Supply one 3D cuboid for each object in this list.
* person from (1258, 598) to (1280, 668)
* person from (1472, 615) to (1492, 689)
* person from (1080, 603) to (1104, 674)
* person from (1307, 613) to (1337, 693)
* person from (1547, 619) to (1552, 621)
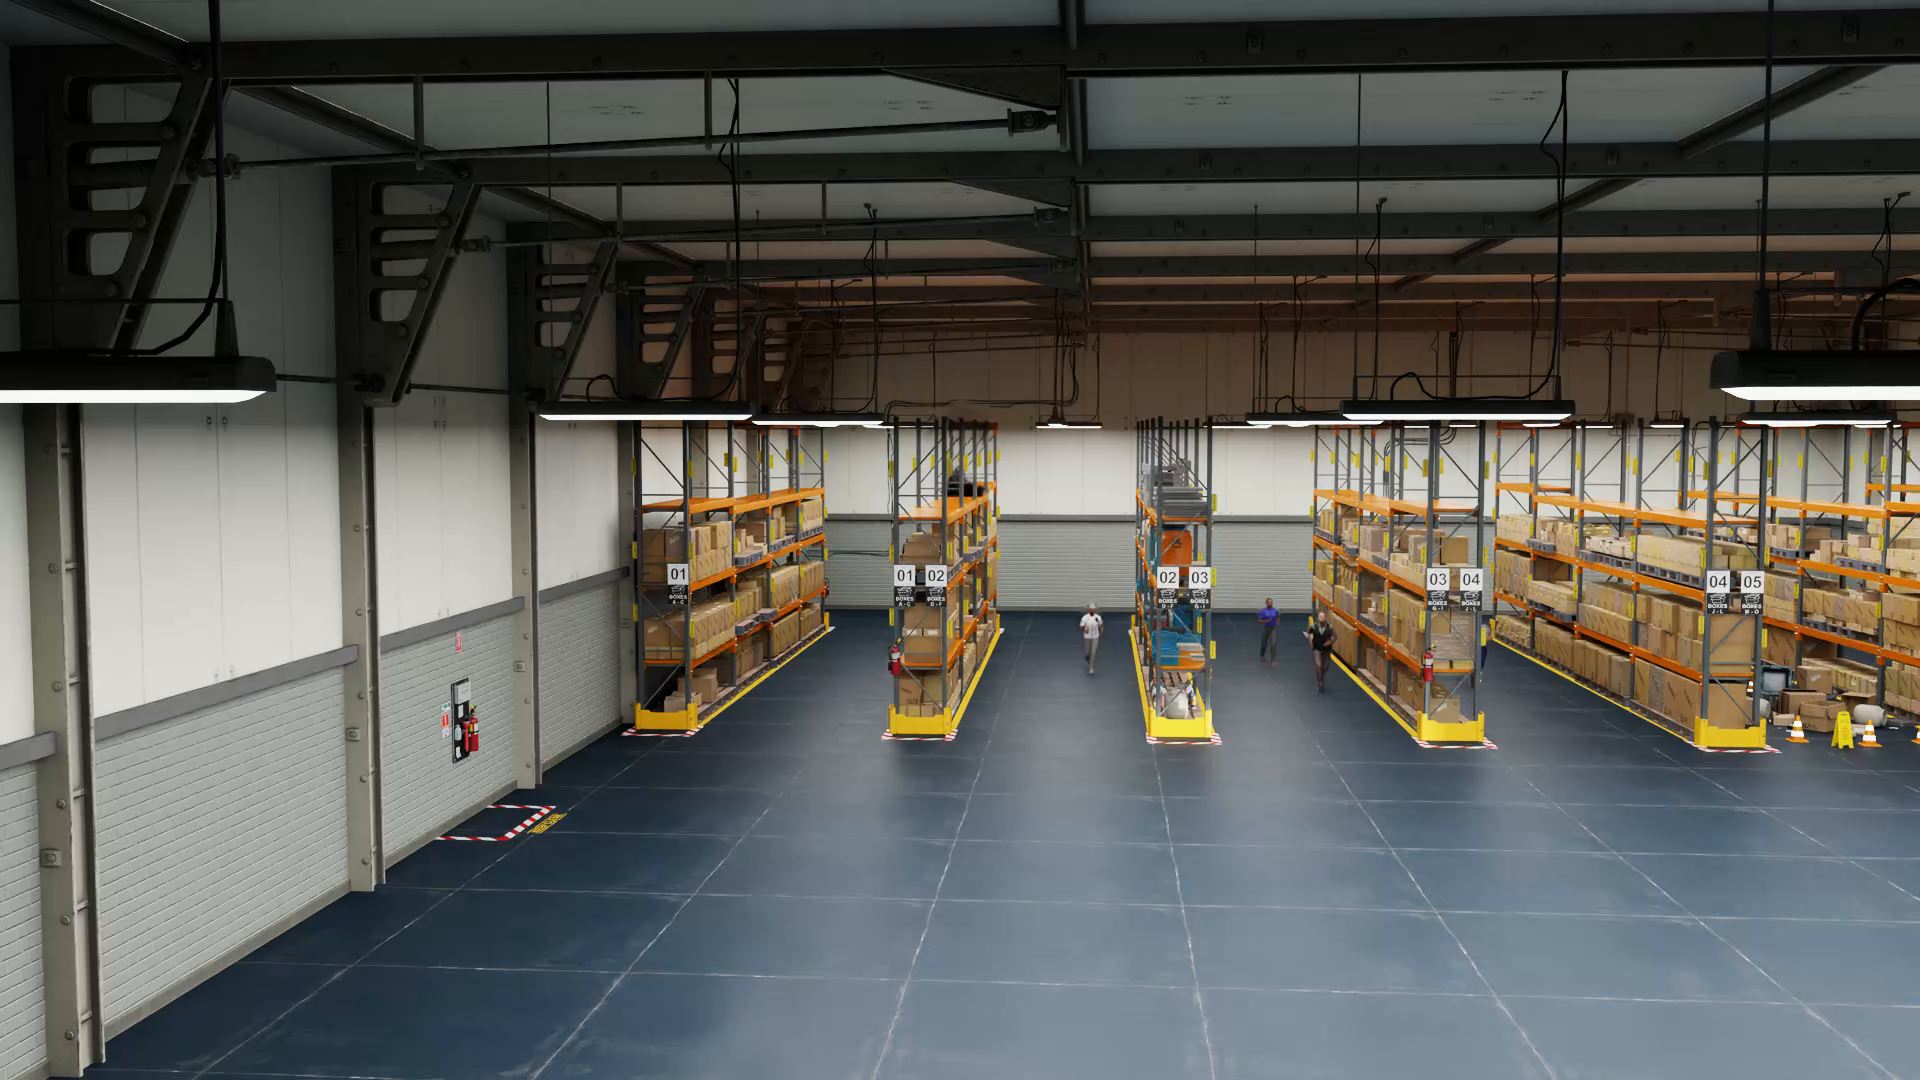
[{"bbox_3d":[7.533,2.231,40.507,0.575,1.645,0.938,0,4,-1],"label":"person"},{"bbox_3d":[11.574,2.485,37.130,0.579,1.707,0.722,0,4,-6],"label":"person"},{"bbox_3d":[3.127,2.314,39.440,0.584,1.664,0.694,0,4,1],"label":"person"},{"bbox_3d":[8.040,2.468,36.901,0.626,1.728,1.127,0,4,1],"label":"person"},{"bbox_3d":[16.770,1.849,46.978,0.638,1.640,0.524,-1,4,-11],"label":"person"}]
